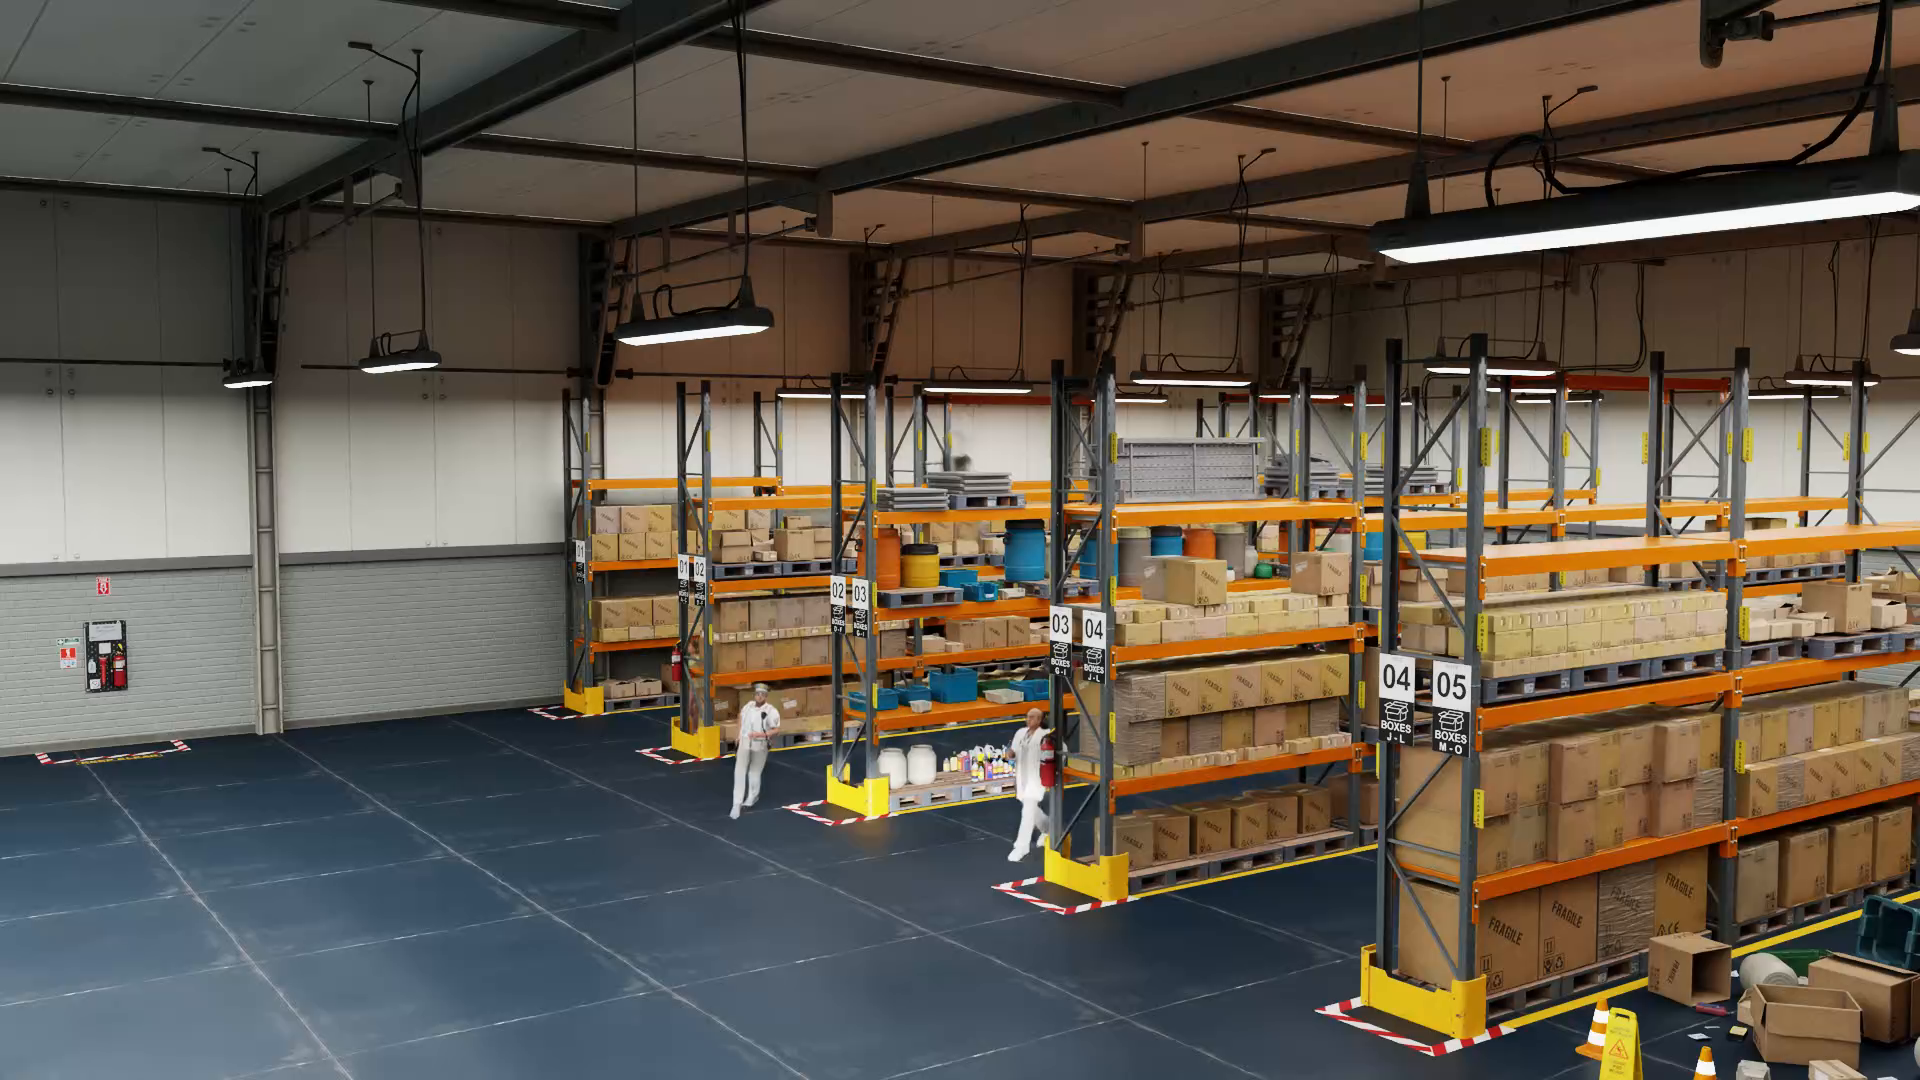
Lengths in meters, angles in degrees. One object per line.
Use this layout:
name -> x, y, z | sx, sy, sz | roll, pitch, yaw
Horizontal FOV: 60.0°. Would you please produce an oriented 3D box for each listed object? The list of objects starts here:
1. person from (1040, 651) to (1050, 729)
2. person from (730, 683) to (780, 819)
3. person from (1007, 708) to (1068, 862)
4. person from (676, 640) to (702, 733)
person -> 1.446, 2.593, 26.689 | 0.683, 1.703, 0.633 | -4, 5, -44
person -> -2.773, 2.832, 22.598 | 0.663, 1.783, 0.815 | 0, 4, 7
person -> 0.880, 2.940, 20.283 | 0.708, 1.785, 1.000 | 3, 5, 43
person -> -4.560, 2.525, 28.495 | 0.541, 1.620, 0.595 | -3, 5, -39
